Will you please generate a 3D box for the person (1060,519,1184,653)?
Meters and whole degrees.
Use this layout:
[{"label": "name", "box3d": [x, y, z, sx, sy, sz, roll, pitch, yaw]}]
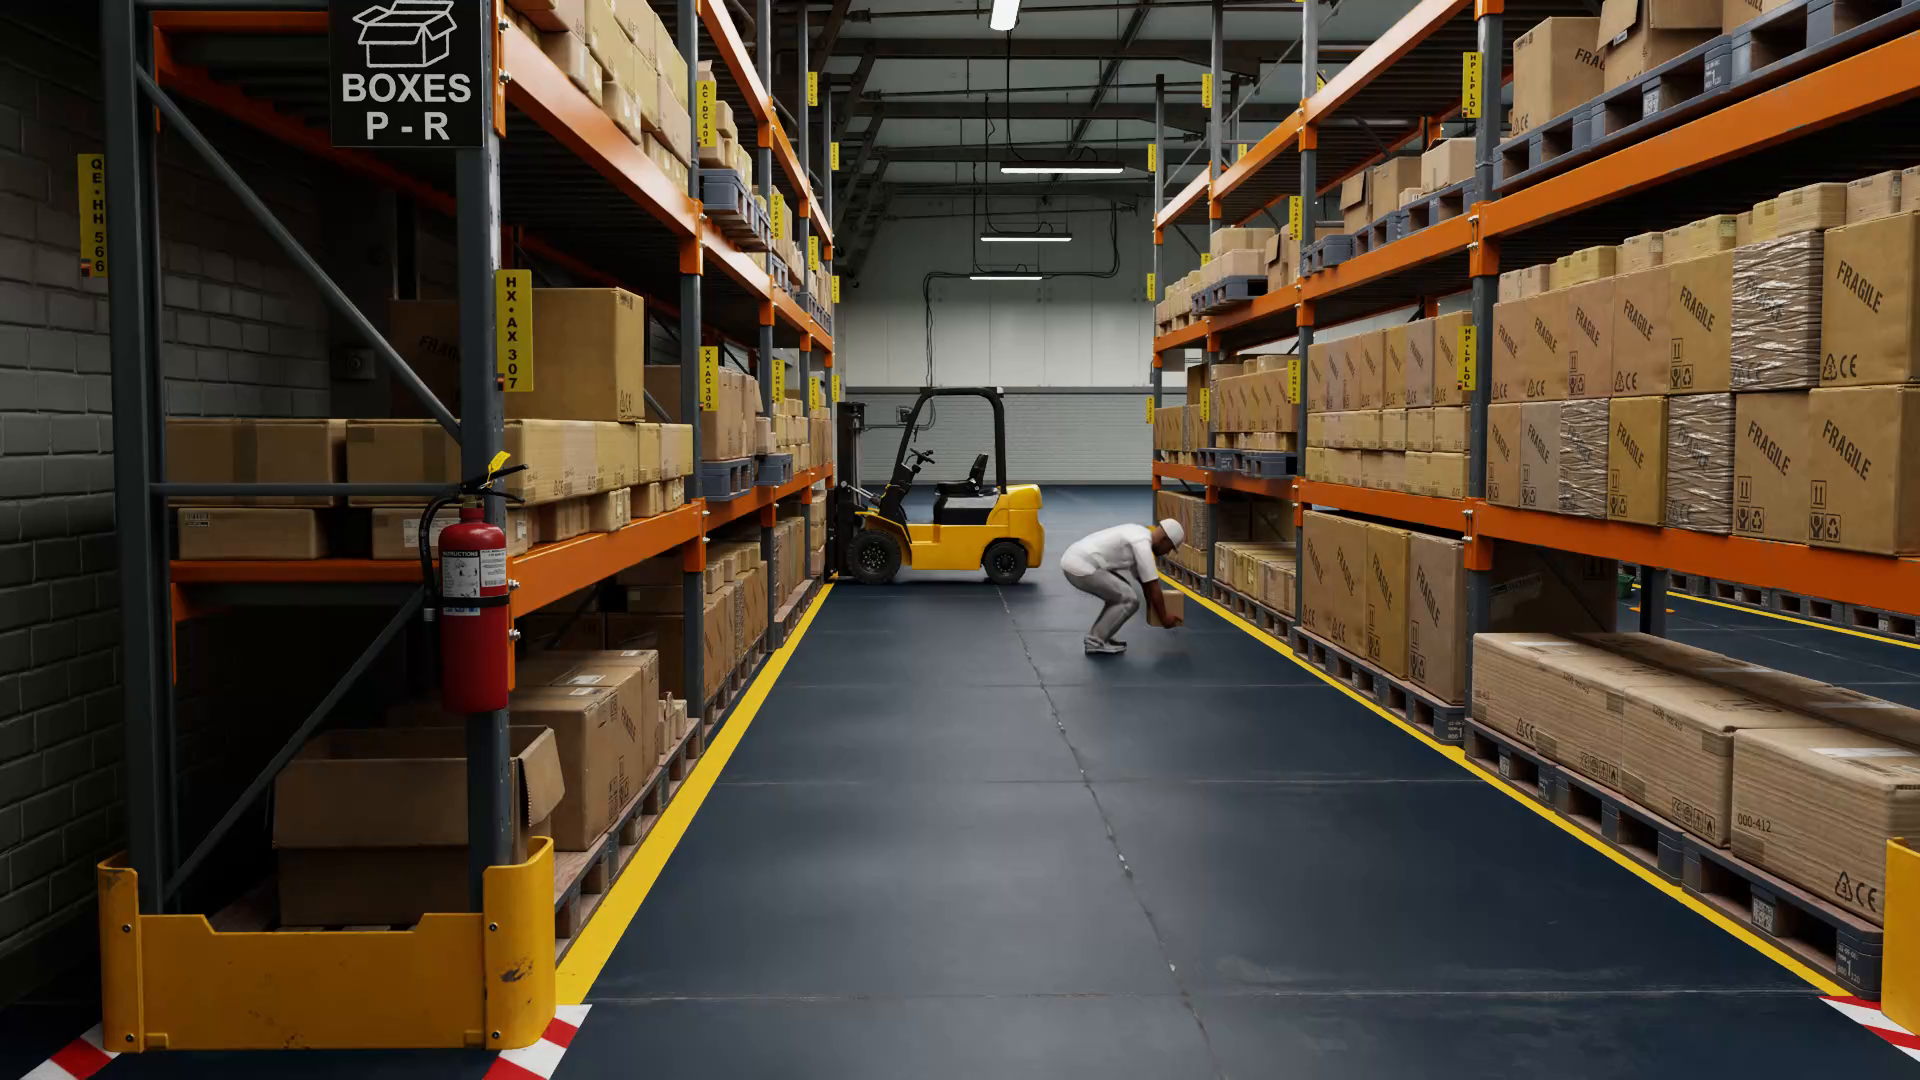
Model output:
[{"label": "person", "box3d": [1.234, 0.343, 12.642, 0.946, 1.009, 0.524, 0, 4, -3]}]
